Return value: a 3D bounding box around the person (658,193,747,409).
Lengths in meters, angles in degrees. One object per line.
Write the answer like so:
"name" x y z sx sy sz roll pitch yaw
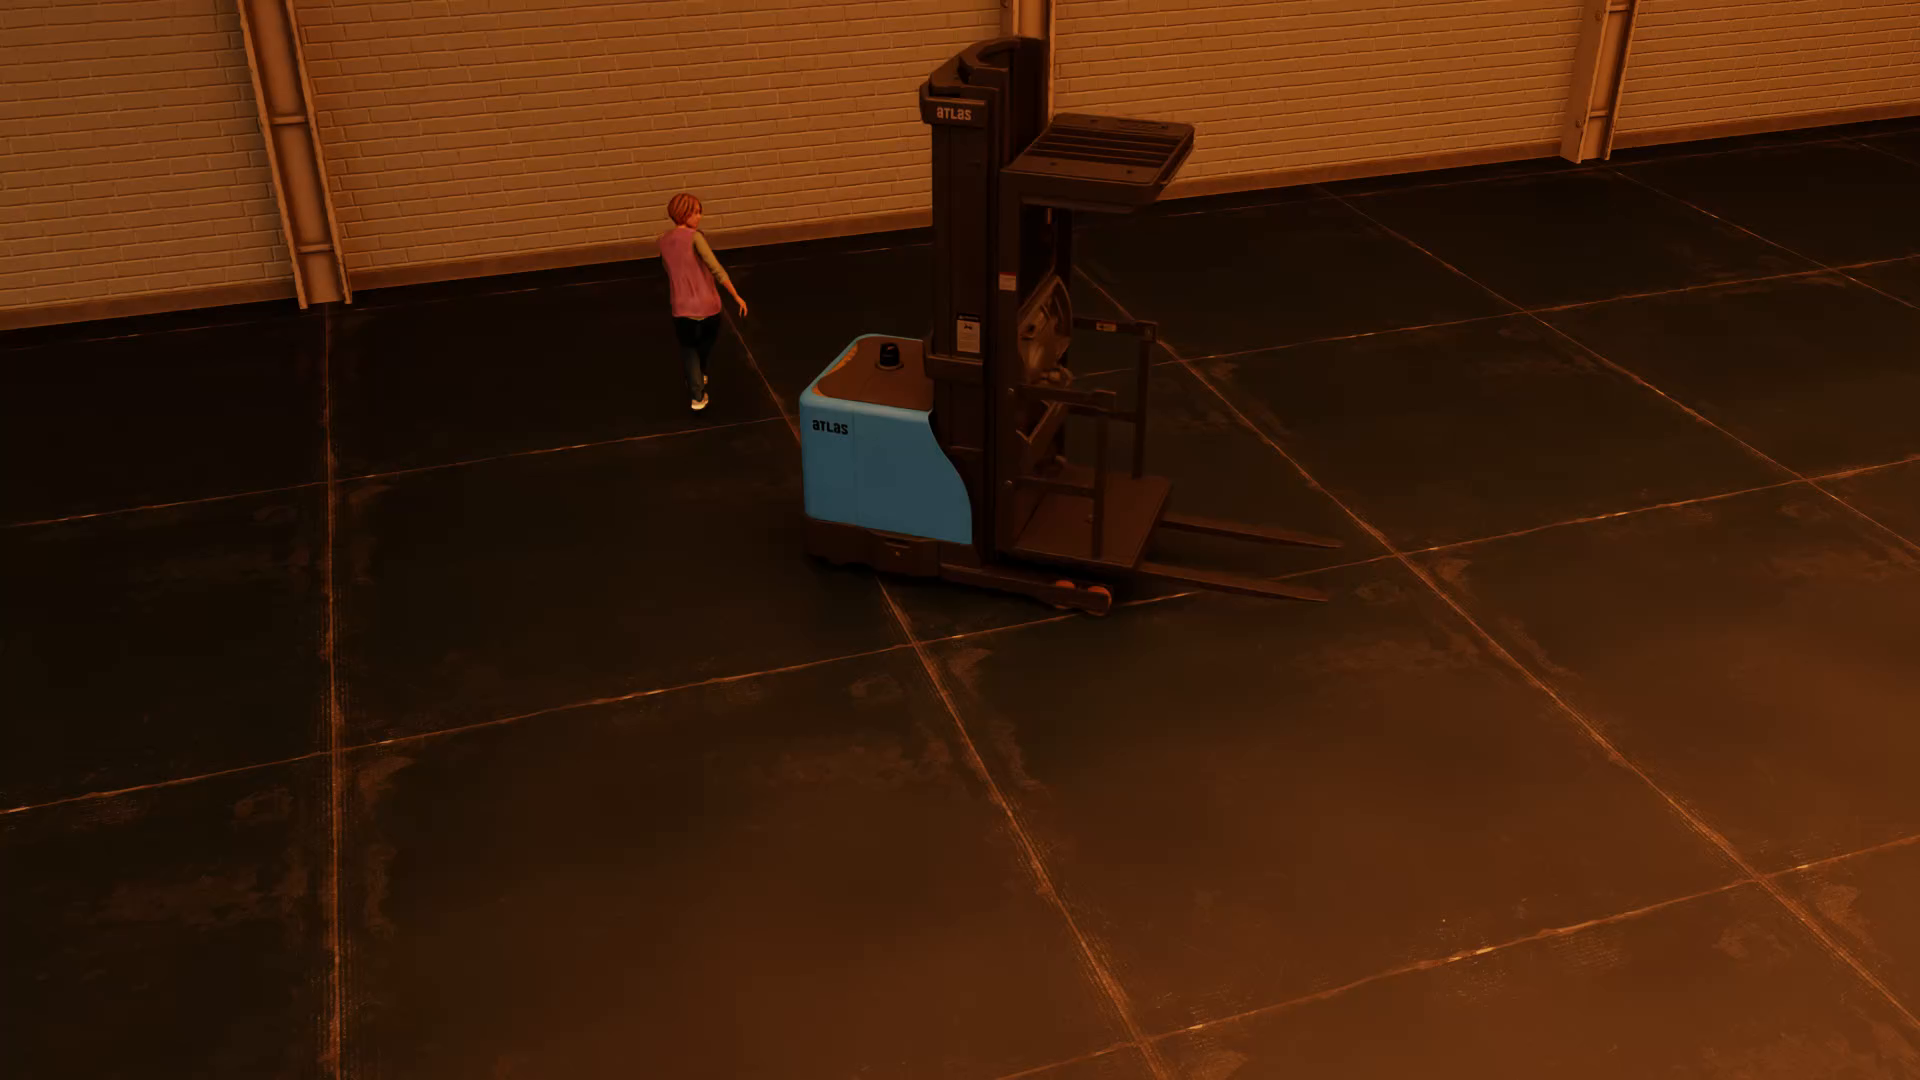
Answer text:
"person" -1.730 -1.650 11.449 0.676 1.481 0.755 5 30 8

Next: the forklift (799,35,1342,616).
"forklift" 0.656 -1.144 9.075 3.031 2.935 1.130 9 31 16
